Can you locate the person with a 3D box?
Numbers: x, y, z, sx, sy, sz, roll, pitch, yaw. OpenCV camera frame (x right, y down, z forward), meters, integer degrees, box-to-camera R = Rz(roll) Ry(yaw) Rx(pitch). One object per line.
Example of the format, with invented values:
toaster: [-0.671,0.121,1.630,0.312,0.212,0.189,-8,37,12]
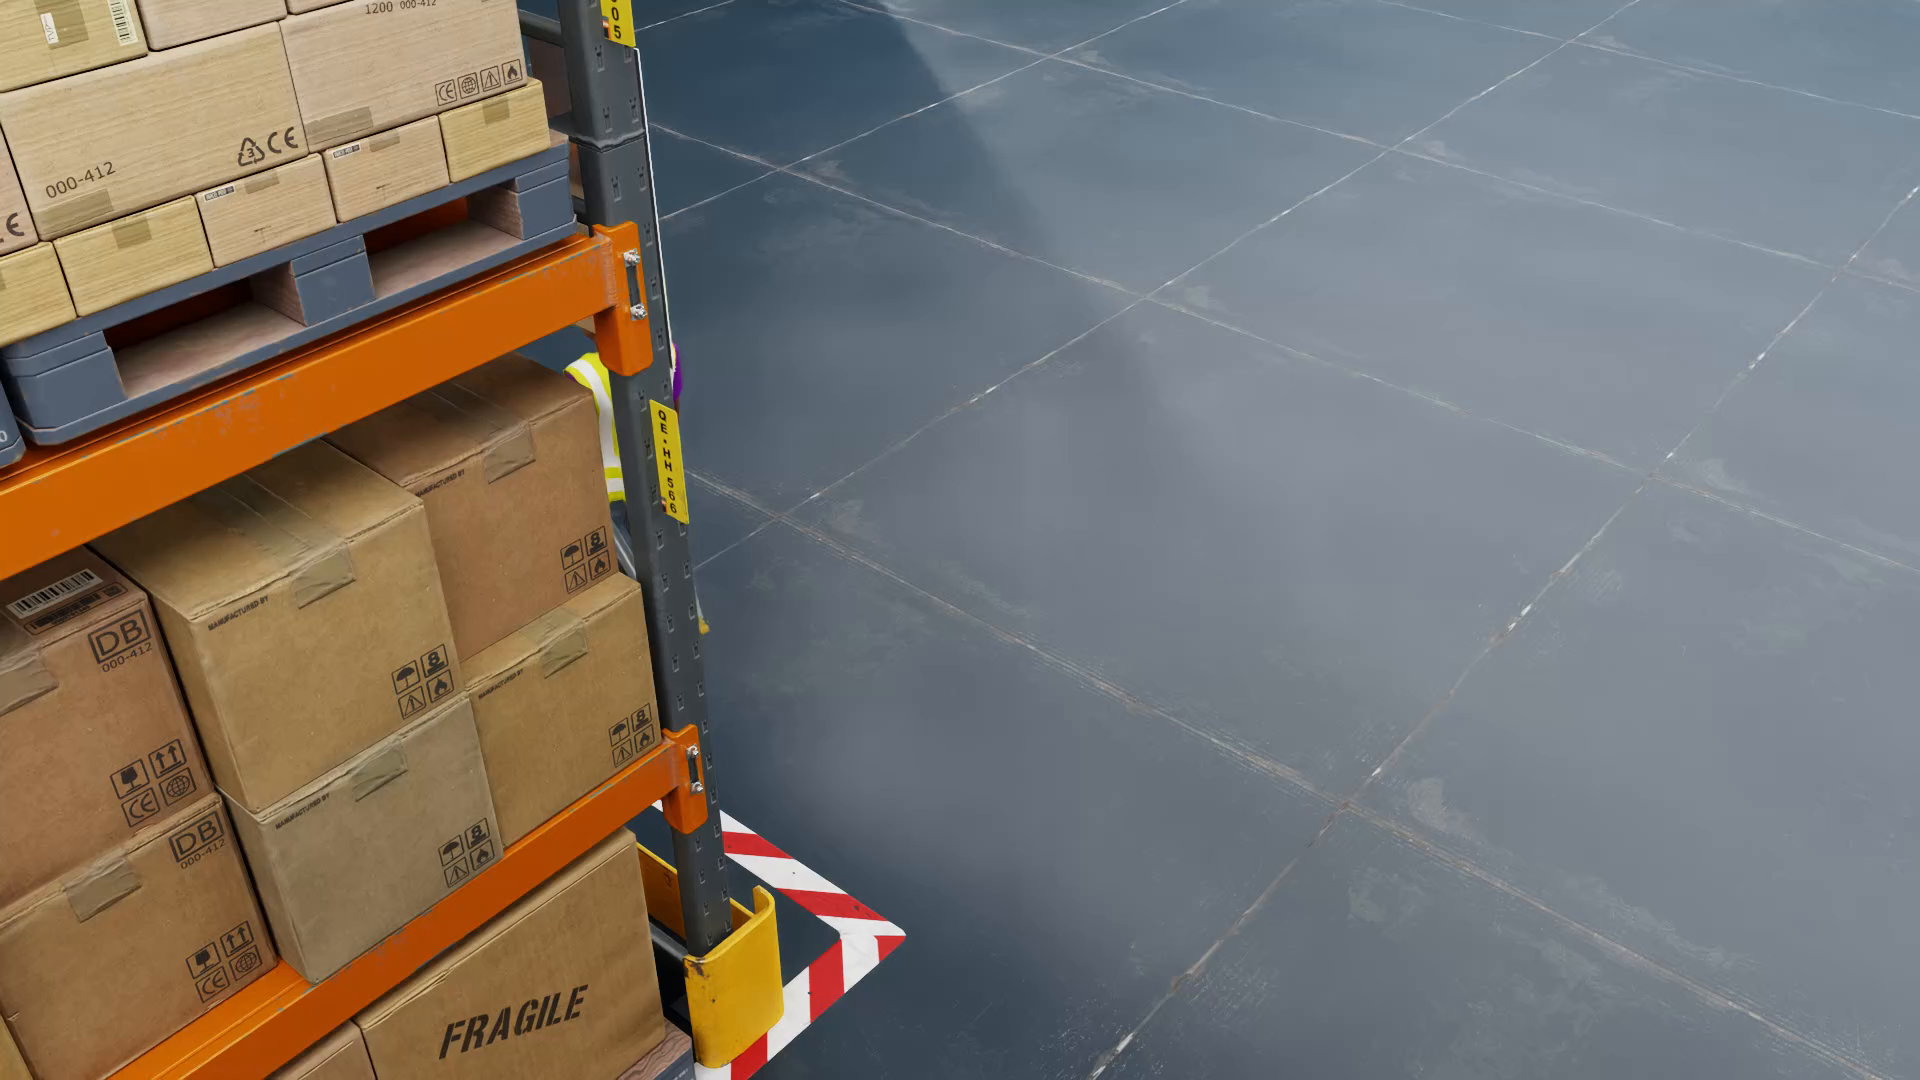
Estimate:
person: [-1.357,-0.250,6.562,0.469,1.818,0.570,26,43,32]
